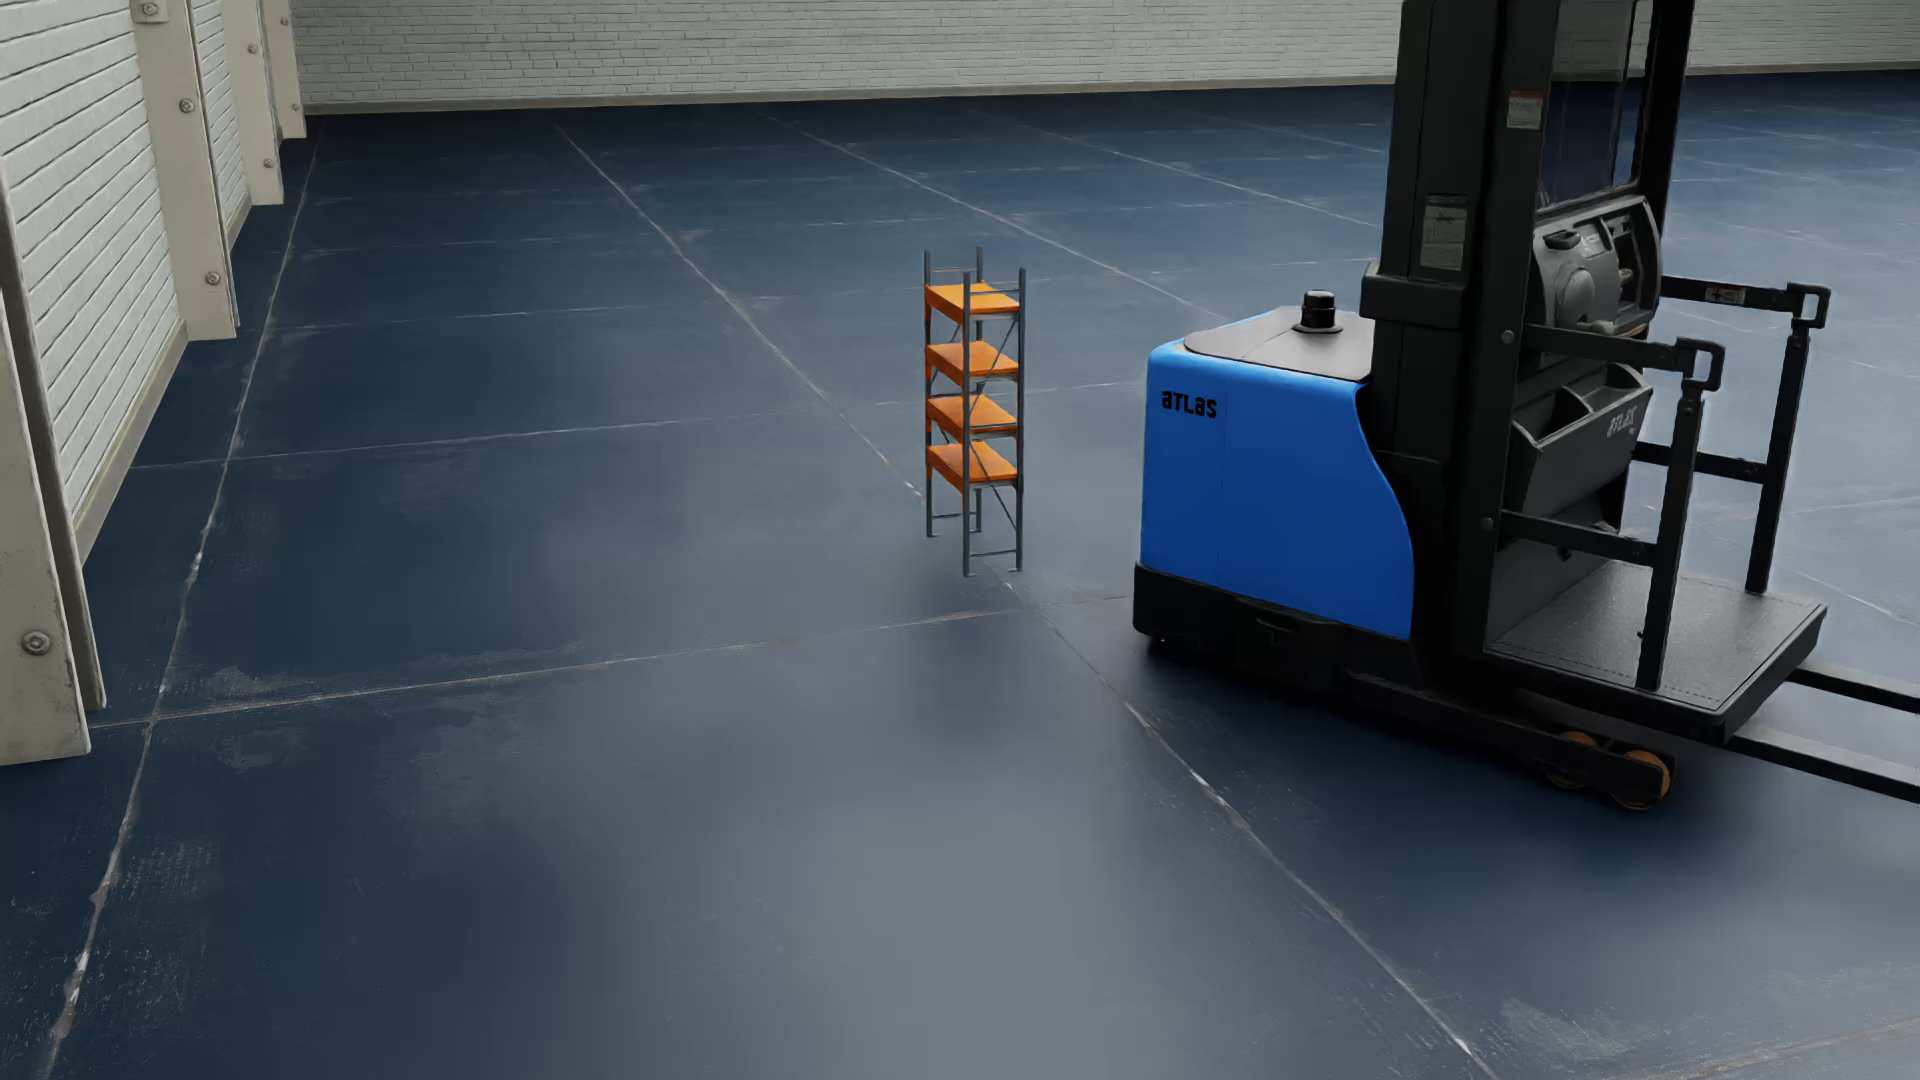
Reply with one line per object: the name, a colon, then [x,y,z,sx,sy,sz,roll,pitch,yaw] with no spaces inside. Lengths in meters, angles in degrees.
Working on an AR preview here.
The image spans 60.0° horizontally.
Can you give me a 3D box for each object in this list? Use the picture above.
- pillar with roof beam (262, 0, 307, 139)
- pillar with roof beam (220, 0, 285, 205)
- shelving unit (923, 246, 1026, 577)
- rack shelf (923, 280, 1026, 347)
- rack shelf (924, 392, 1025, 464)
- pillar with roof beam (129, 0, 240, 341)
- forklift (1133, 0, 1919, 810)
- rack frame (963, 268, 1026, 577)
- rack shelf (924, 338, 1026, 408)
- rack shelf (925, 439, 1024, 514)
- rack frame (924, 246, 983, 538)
pillar with roof beam: [-4.448,-9.860,21.057,9.100,9.000,0.400,-6,21,-17]
pillar with roof beam: [-2.562,-7.935,15.696,9.100,9.000,0.400,-6,21,-17]
shelving unit: [0.052,-0.512,6.566,0.258,1.200,0.503,-6,21,-17]
rack shelf: [0.052,-0.881,6.433,0.258,0.148,0.480,-6,21,-17]
rack shelf: [0.052,-0.448,6.589,0.258,0.148,0.480,-6,21,-17]
pillar with roof beam: [-0.676,-6.010,10.336,9.100,9.000,0.400,-6,21,-17]
forklift: [2.057,-0.807,4.828,3.031,2.935,1.130,16,25,38]
rack frame: [0.129,-0.433,6.348,0.240,1.200,0.015,-6,21,-17]
rack shelf: [0.052,-0.659,6.513,0.258,0.148,0.480,-6,21,-17]
rack shelf: [0.052,-0.261,6.656,0.258,0.148,0.480,-6,21,-17]
rack frame: [-0.025,-0.590,6.784,0.240,1.200,0.015,-6,21,-17]
